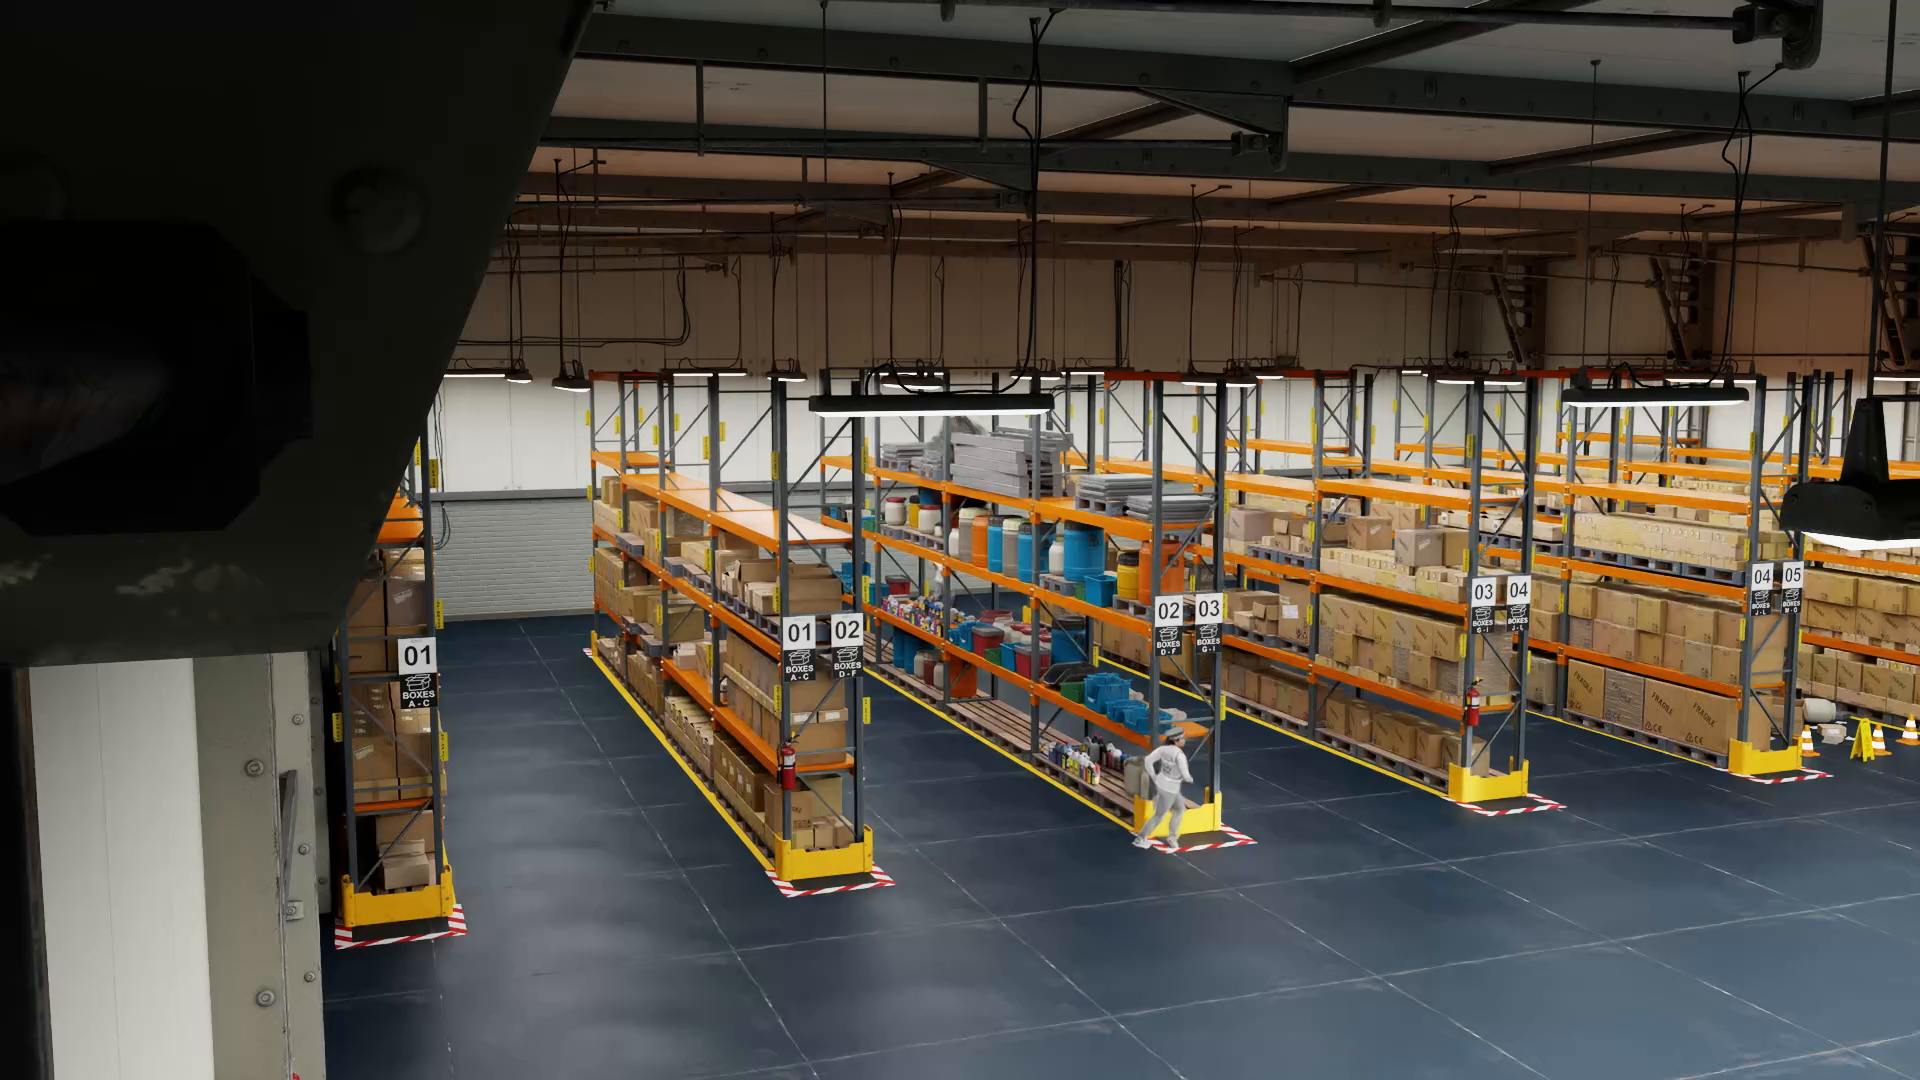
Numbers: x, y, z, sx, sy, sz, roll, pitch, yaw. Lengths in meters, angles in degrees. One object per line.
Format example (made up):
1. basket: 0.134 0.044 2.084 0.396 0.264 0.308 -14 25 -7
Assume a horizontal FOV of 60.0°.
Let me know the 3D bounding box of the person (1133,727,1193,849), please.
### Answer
1. person: 2.593 3.194 21.014 0.715 1.712 0.654 -1 6 -11

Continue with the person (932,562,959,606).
1. person: -0.470 1.027 39.725 0.899 1.814 0.725 1 6 5

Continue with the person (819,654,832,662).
1. person: -2.355 2.237 30.024 0.643 1.511 0.919 -5 8 -40
